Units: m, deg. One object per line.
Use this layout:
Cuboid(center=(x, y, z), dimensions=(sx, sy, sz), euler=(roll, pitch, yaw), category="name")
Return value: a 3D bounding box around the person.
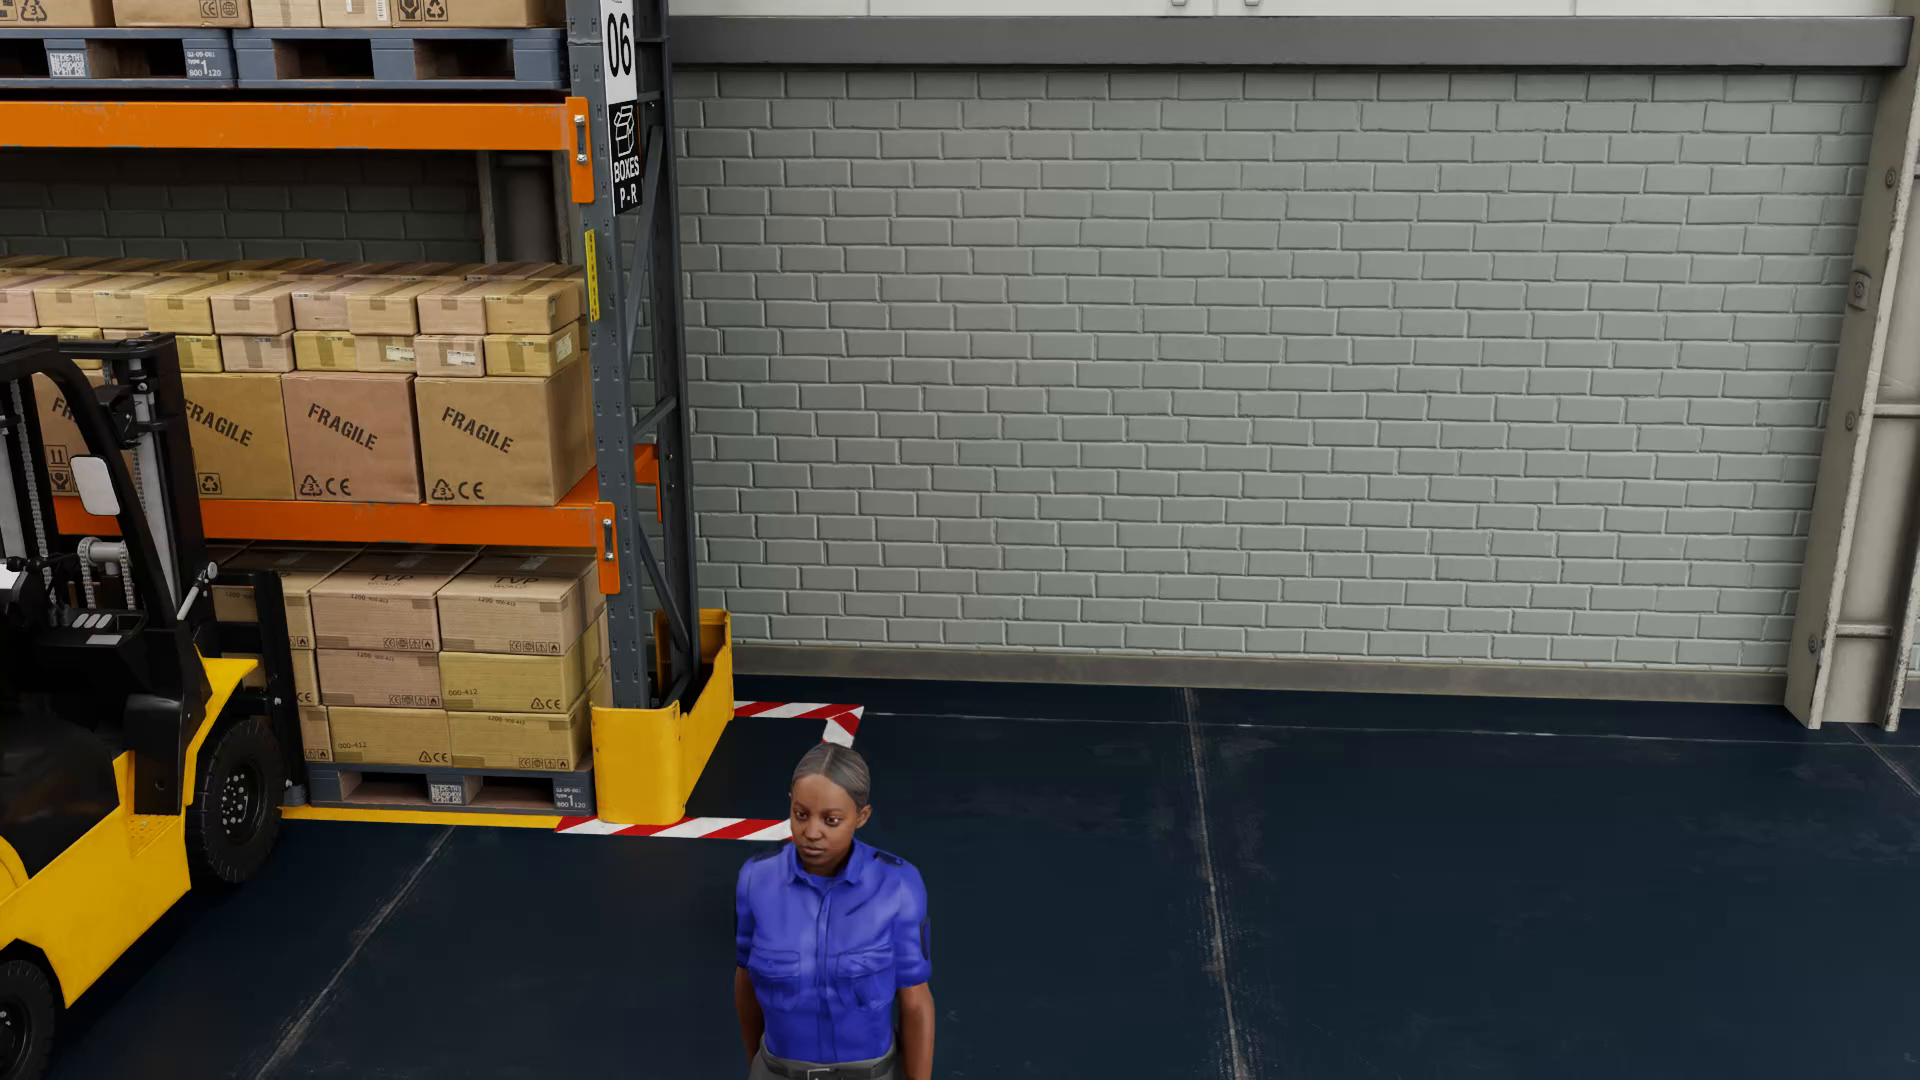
Cuboid(center=(-0.276, 1.261, 3.619), dimensions=(0.448, 1.699, 0.657), euler=(0, 18, 1), category="person")
